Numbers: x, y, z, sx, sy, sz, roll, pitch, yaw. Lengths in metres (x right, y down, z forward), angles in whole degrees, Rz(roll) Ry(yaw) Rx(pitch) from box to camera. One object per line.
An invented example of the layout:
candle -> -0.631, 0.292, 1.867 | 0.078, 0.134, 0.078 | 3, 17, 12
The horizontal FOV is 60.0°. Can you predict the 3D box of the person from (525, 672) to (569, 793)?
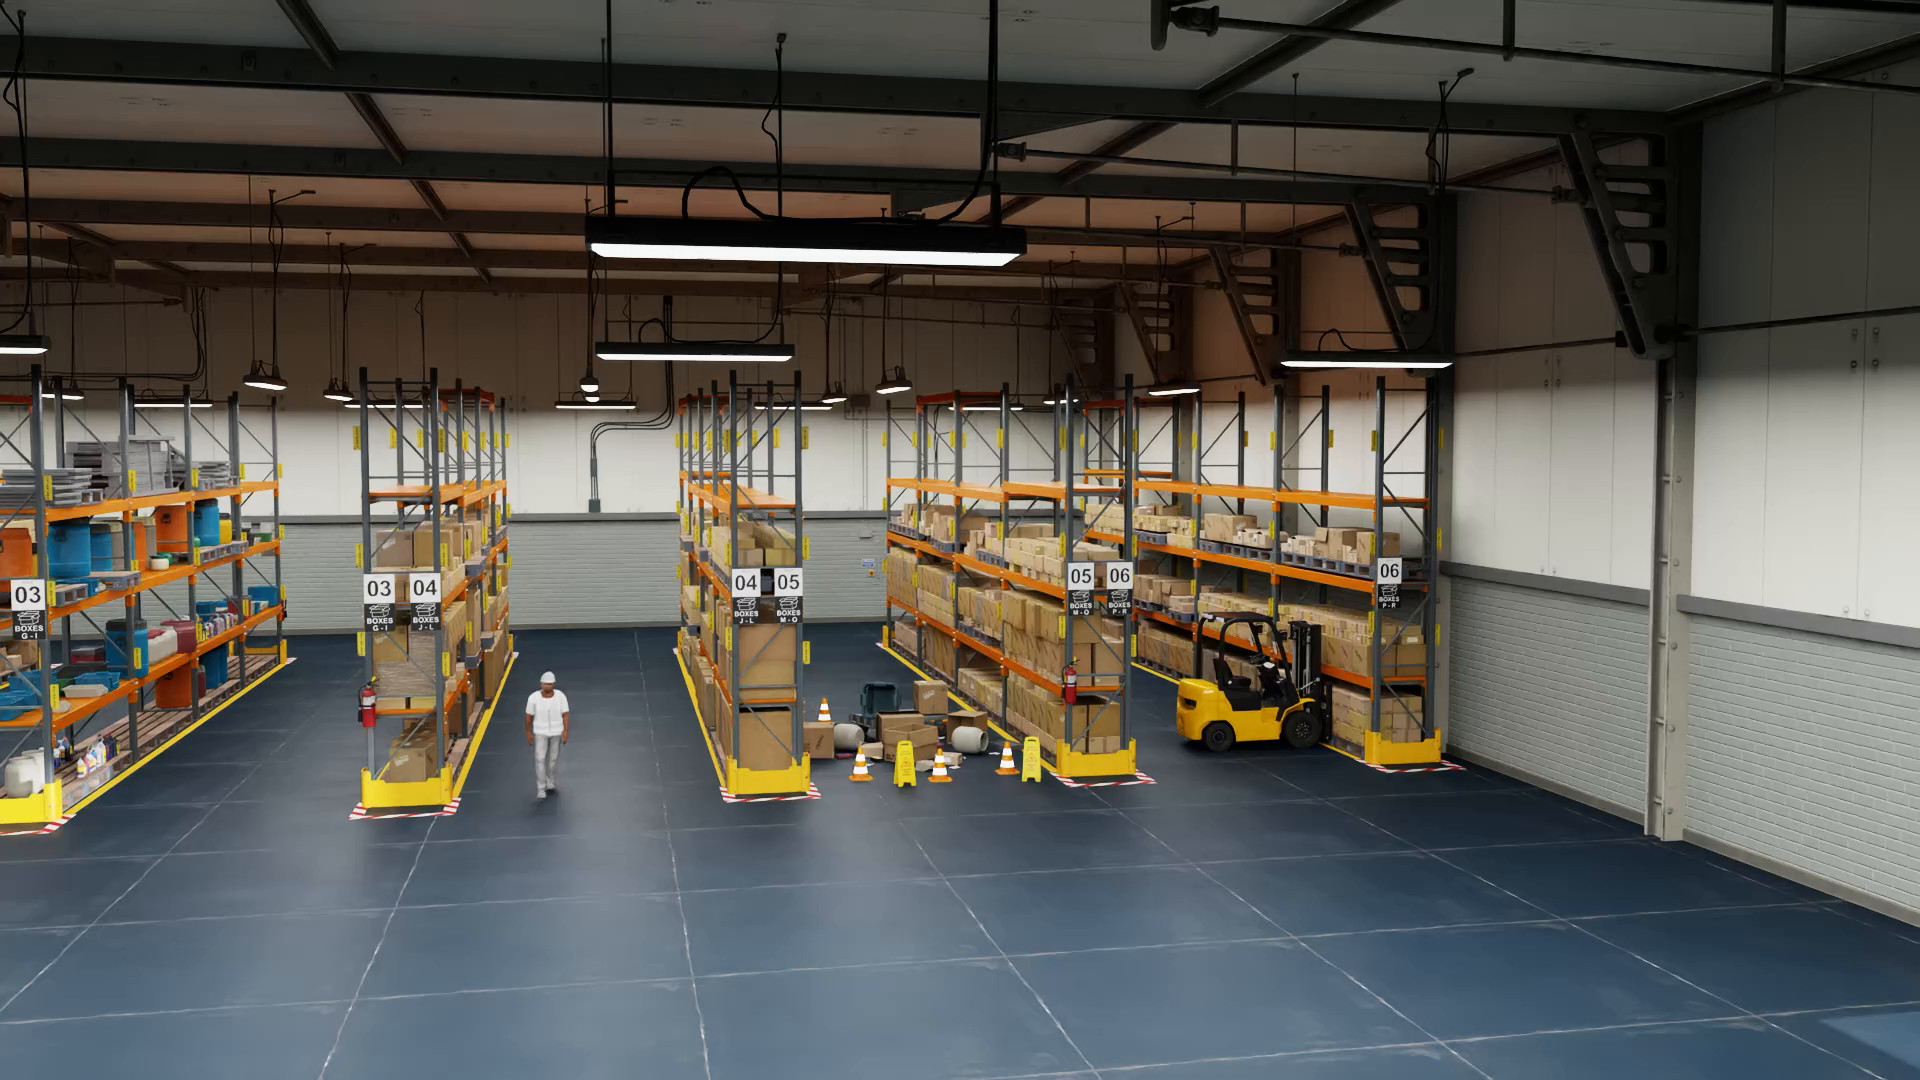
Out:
person -> -5.839, 2.694, 23.533 | 0.579, 1.653, 0.842 | -2, 4, -30
